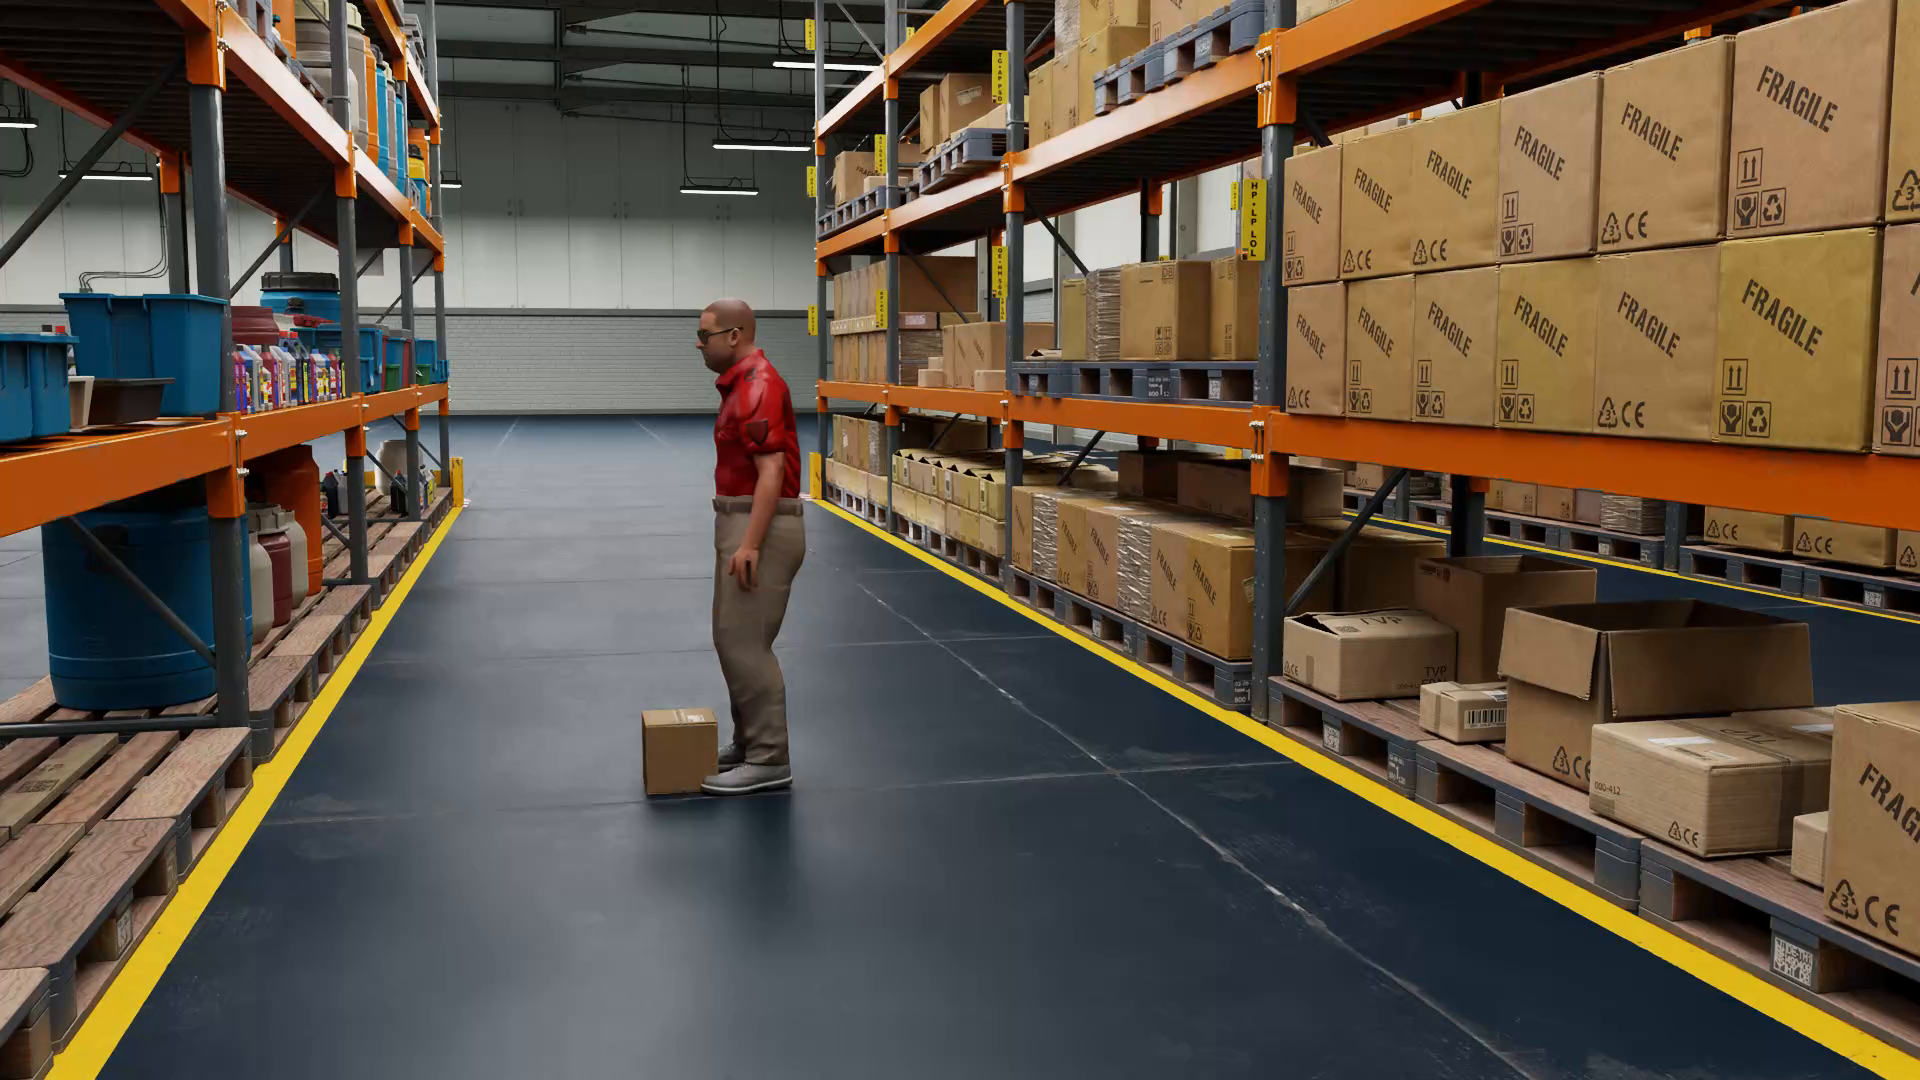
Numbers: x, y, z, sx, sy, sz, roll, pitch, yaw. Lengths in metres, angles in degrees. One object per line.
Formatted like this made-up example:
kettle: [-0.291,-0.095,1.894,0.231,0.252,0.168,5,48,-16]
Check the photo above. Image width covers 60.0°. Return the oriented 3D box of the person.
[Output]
person: [-0.758,0.009,5.931,0.396,1.726,0.586,-1,6,-13]
